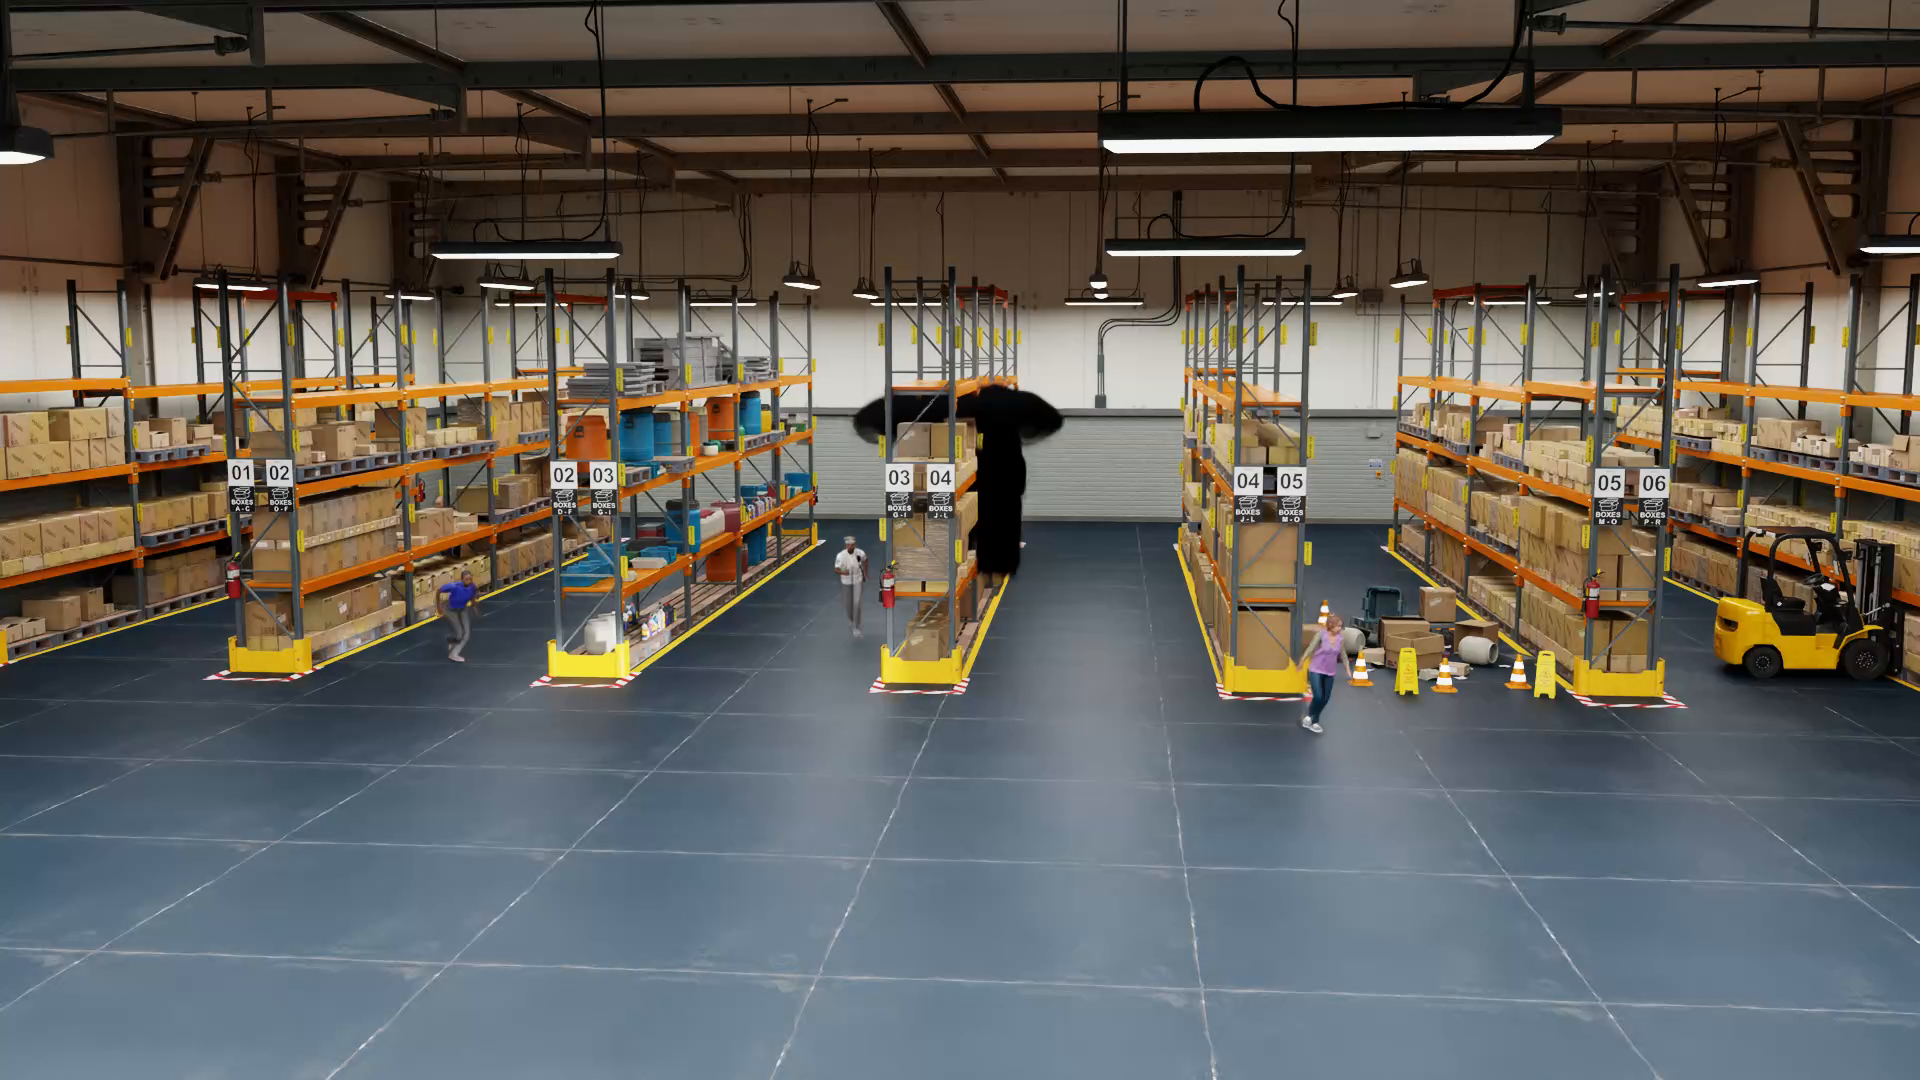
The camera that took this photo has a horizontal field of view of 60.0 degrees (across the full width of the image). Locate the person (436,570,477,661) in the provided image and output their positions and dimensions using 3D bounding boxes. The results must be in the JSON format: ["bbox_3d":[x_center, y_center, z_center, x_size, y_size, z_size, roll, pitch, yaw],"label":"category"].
[{"bbox_3d":[-7.769,1.173,25.670,0.776,1.475,0.599,7,10,44],"label":"person"}]

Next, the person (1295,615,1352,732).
[{"bbox_3d":[4.614,1.691,21.035,0.552,1.546,0.595,-2,7,-19],"label":"person"}]

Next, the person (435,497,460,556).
[{"bbox_3d":[-11.002,-0.136,35.685,0.733,1.627,0.906,-2,7,-14],"label":"person"}]

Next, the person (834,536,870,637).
[{"bbox_3d":[-1.772,0.722,27.477,0.573,1.657,0.955,0,7,1],"label":"person"}]
